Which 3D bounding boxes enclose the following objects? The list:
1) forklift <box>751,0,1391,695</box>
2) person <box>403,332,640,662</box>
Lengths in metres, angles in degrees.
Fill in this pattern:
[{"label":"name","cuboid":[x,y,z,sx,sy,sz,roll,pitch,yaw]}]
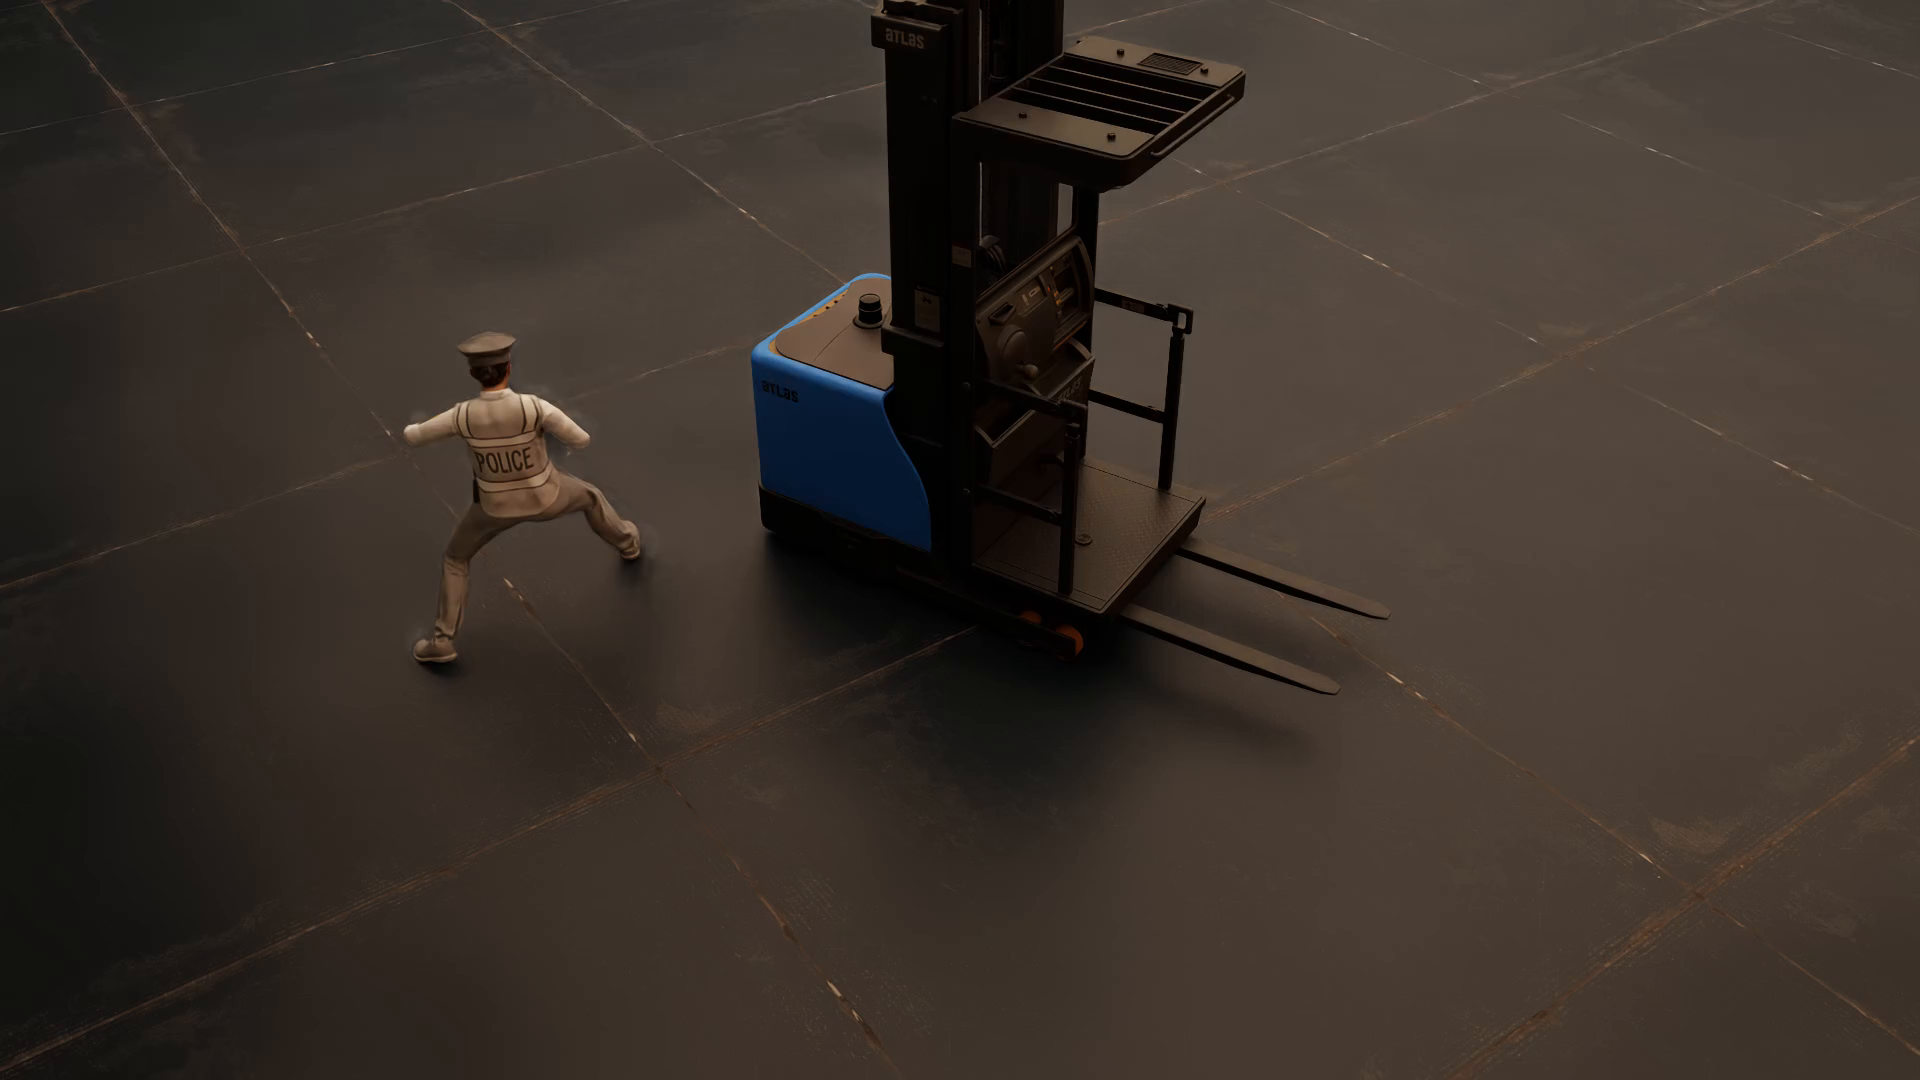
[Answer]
[{"label":"forklift","cuboid":[0.514,-0.985,7.276,3.031,2.935,1.130,21,41,26]},{"label":"person","cuboid":[-2.062,-0.297,7.587,1.066,1.496,0.964,-7,37,-9]}]
